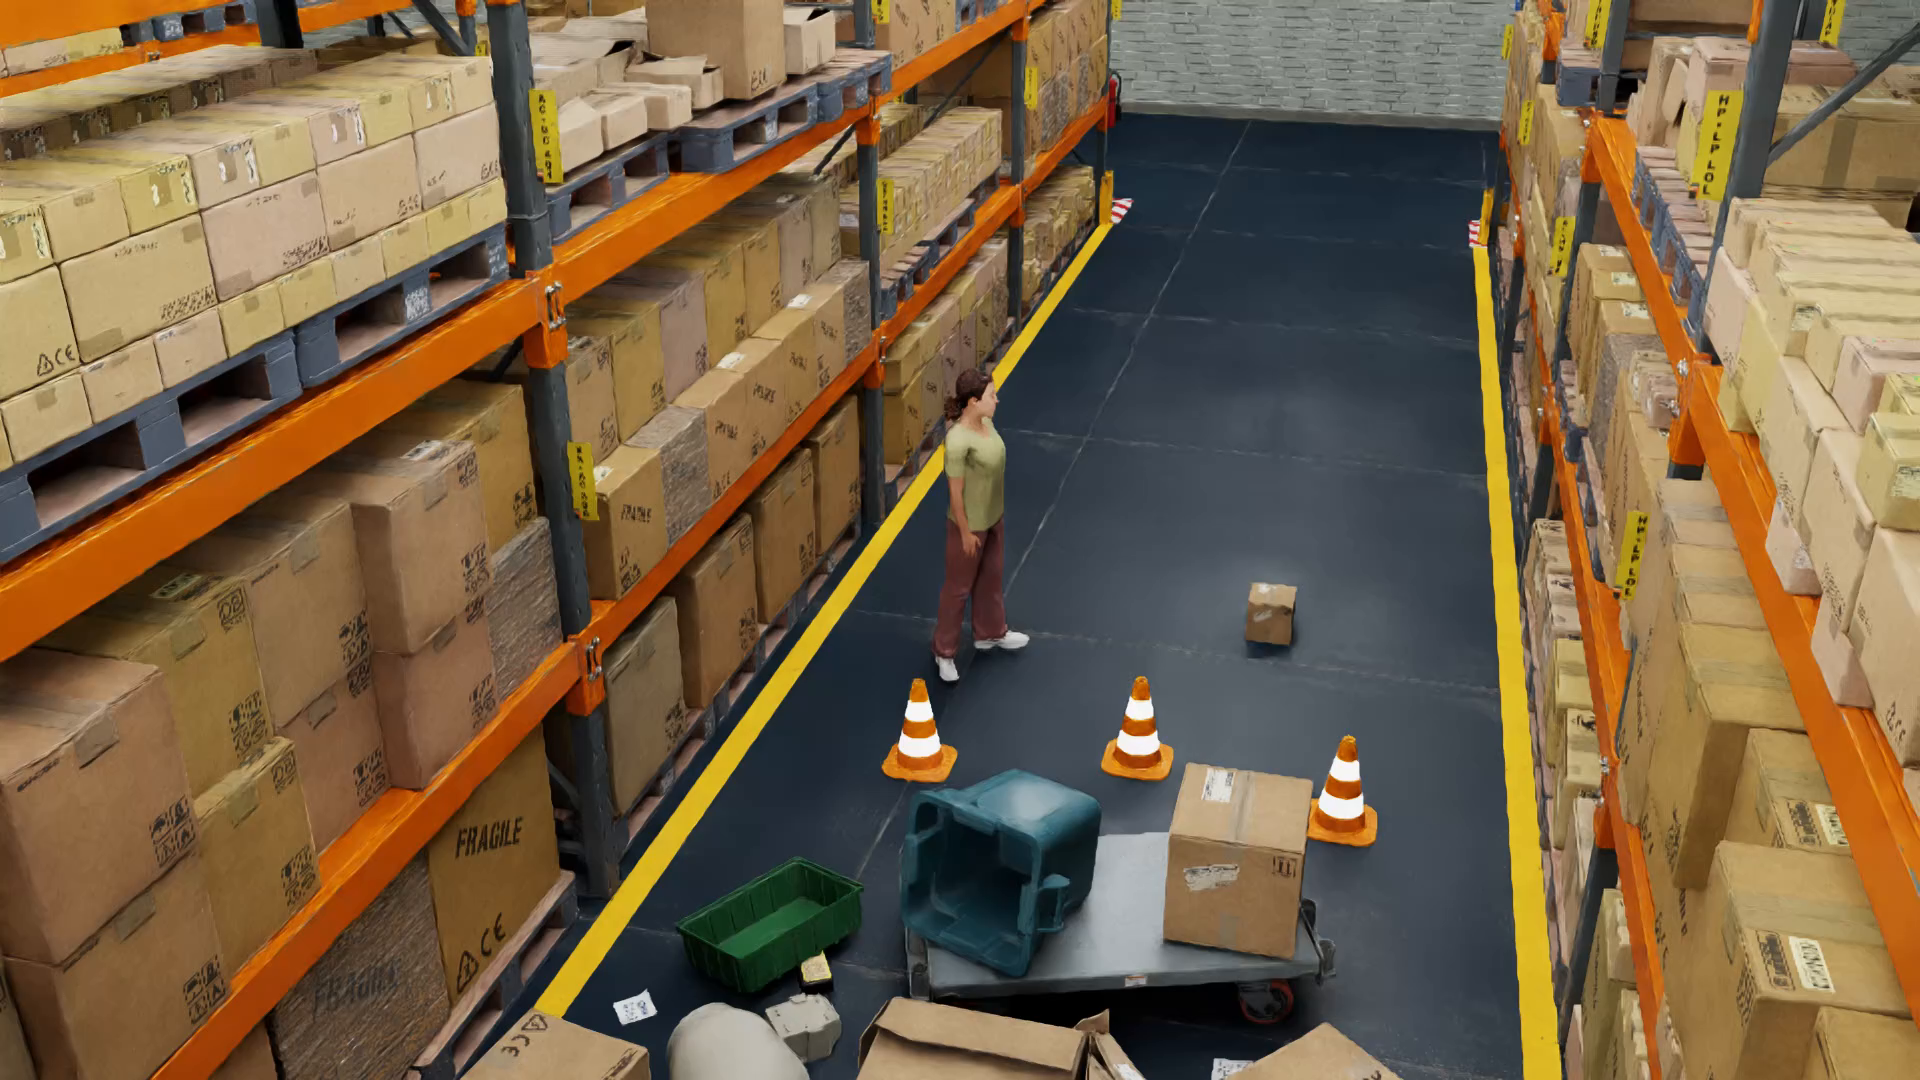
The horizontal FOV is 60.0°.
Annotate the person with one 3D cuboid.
[{"bbox_3d":[0.082,-0.083,8.769,0.412,1.637,0.594,12,28,24],"label":"person"}]
